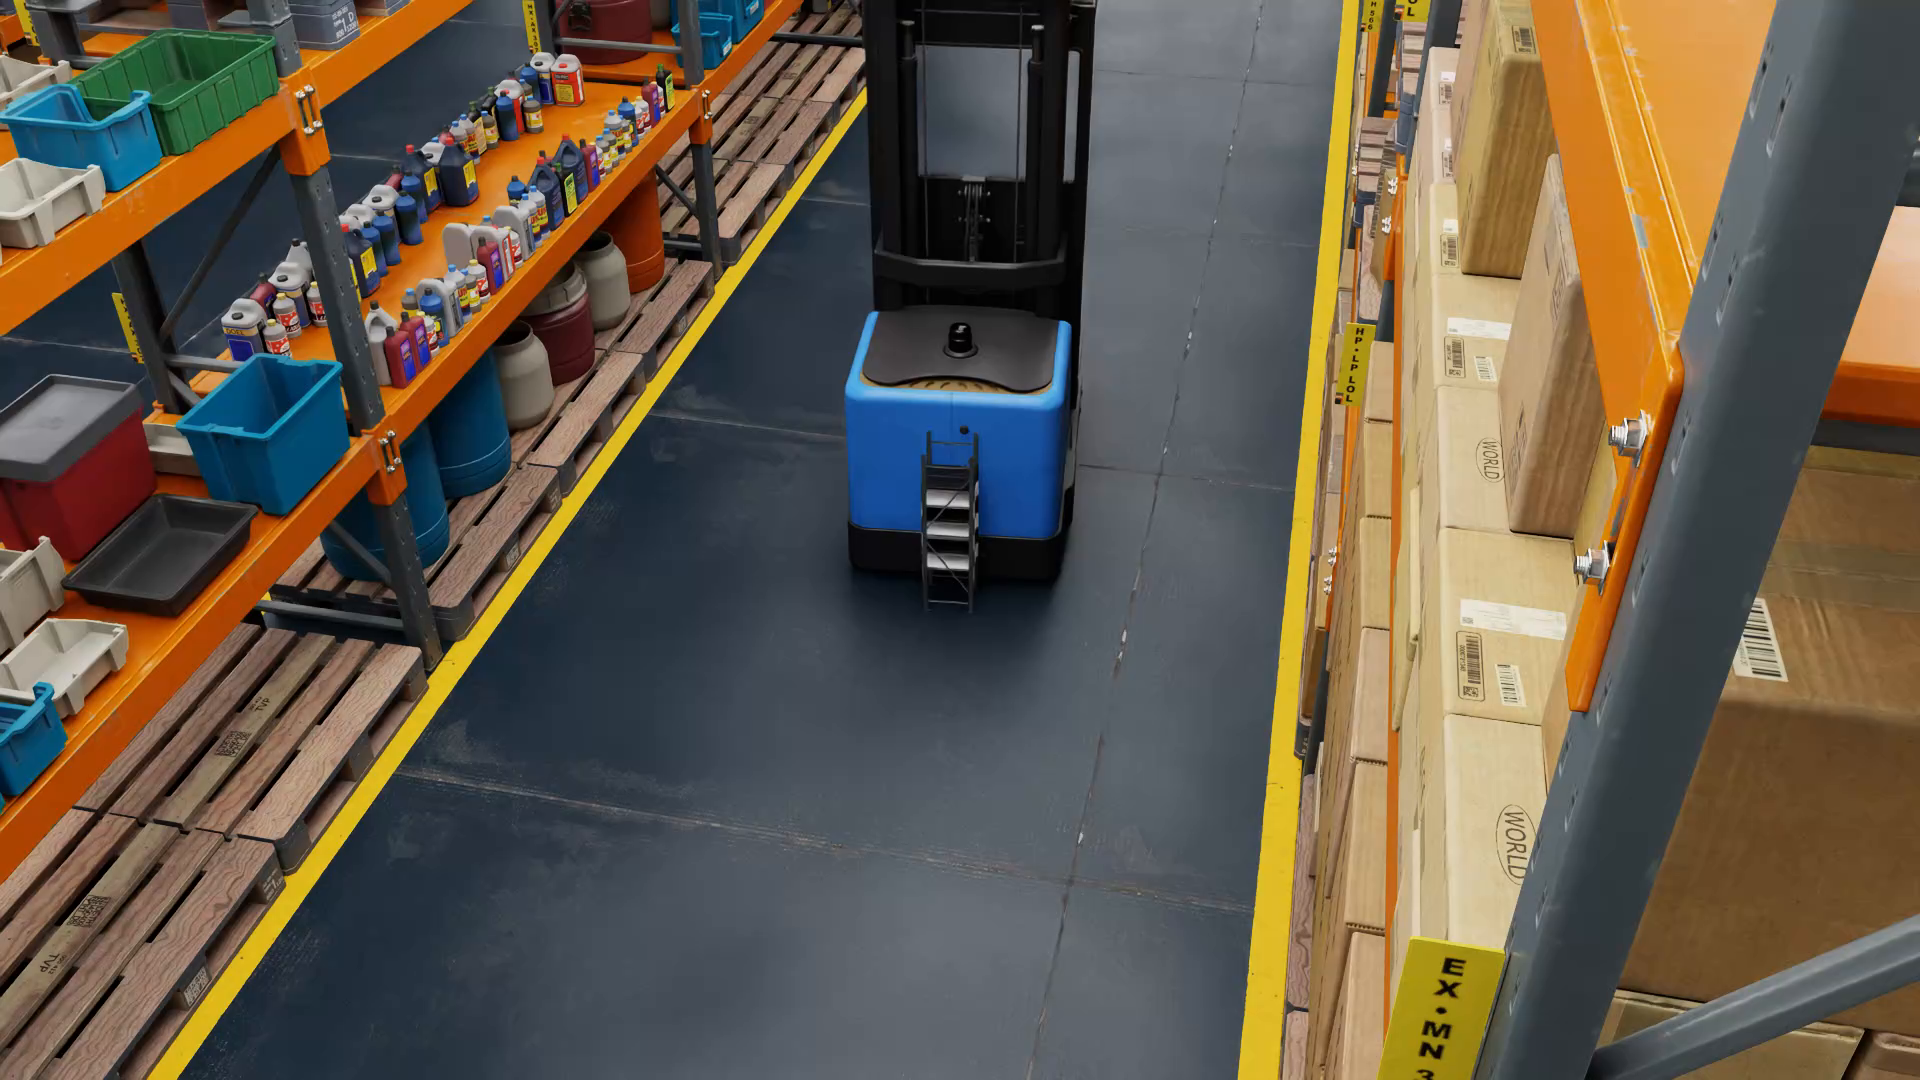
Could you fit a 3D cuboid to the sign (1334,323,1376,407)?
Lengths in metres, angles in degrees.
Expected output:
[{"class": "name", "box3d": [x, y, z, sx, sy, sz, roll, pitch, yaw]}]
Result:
[{"class": "sign", "box3d": [1.383, -0.611, 5.821, 0.100, 0.325, 0.005, 7, 37, 10]}]

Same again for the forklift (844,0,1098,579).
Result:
[{"class": "forklift", "box3d": [0.118, -1.845, 8.568, 1.130, 2.935, 3.031, 4, 36, 5]}]

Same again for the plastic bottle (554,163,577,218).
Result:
[{"class": "plastic bottle", "box3d": [-2.040, -1.821, 8.576, 0.061, 0.283, 0.133, 7, 37, 10]}]

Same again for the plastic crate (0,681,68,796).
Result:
[{"class": "plastic crate", "box3d": [-3.047, 0.612, 5.212, 0.416, 0.233, 0.300, 7, 37, 10]}]

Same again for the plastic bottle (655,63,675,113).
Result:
[{"class": "plastic bottle", "box3d": [-1.728, -2.658, 9.731, 0.061, 0.283, 0.133, 7, 37, 10]}]

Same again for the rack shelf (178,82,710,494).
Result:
[{"class": "rack shelf", "box3d": [-2.486, -1.553, 8.720, 1.077, 0.370, 4.000, 7, 37, 10]}]

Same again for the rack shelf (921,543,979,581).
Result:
[{"class": "rack shelf", "box3d": [-0.046, 0.098, 7.982, 0.258, 0.077, 0.200, 4, 36, 5]}]

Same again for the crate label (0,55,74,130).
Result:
[{"class": "crate label", "box3d": [-3.300, -1.561, 5.787, 0.293, 0.136, 0.466, 7, 37, 10]}]

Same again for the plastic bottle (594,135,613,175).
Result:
[{"class": "plastic bottle", "box3d": [-1.945, -2.094, 9.023, 0.097, 0.201, 0.097, 0, 36, 0]}]

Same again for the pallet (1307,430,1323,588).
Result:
[{"class": "pallet", "box3d": [2.321, -0.118, 8.504, 1.003, 0.211, 1.213, 7, 37, 10]}]

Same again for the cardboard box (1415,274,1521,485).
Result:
[{"class": "cardboard box", "box3d": [1.249, -0.325, 3.558, 0.500, 0.250, 0.500, 7, 37, 10]}]

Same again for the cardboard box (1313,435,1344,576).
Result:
[{"class": "cardboard box", "box3d": [1.972, -0.129, 7.898, 0.500, 0.500, 0.500, 8, 37, 11]}]

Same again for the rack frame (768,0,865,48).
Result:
[{"class": "rack frame", "box3d": [-1.204, -5.284, 13.255, 1.000, 3.000, 0.127, 7, 37, 10]}]

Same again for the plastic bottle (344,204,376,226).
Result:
[{"class": "plastic bottle", "box3d": [-2.930, -1.490, 8.125, 0.152, 0.276, 0.135, 7, 37, 10]}]

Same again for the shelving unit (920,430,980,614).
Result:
[{"class": "shelving unit", "box3d": [-0.046, -0.075, 7.856, 0.258, 0.900, 0.210, 4, 36, 5]}]

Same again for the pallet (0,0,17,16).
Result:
[{"class": "pallet", "box3d": [-6.849, -3.956, 11.586, 1.213, 0.211, 1.003, 7, 37, 10]}]

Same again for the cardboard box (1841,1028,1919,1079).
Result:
[{"class": "cardboard box", "box3d": [1.435, 0.600, 2.282, 0.500, 0.250, 0.500, 7, 37, 10]}]

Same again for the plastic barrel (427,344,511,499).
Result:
[{"class": "plastic barrel", "box3d": [-2.629, -0.734, 8.407, 0.600, 0.901, 0.708, 7, 37, 10]}]

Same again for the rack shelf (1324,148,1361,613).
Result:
[{"class": "rack shelf", "box3d": [2.353, -0.930, 7.860, 1.077, 0.370, 4.000, 7, 37, 10]}]

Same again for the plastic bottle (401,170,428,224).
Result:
[{"class": "plastic bottle", "box3d": [-2.794, -1.760, 8.502, 0.097, 0.271, 0.097, 0, 36, 0]}]

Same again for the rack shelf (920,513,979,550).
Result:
[{"class": "rack shelf", "box3d": [-0.046, -0.048, 7.876, 0.258, 0.077, 0.200, 4, 36, 5]}]

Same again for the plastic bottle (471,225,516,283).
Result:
[{"class": "plastic bottle", "box3d": [-2.244, -1.396, 7.996, 0.152, 0.276, 0.135, 7, 37, 10]}]

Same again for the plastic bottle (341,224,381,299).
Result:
[{"class": "plastic bottle", "box3d": [-2.856, -1.334, 7.846, 0.144, 0.351, 0.185, 7, 37, 10]}]

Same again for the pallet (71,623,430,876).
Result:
[{"class": "pallet", "box3d": [-3.032, 0.858, 7.157, 1.003, 0.211, 1.213, 7, 37, 10]}]

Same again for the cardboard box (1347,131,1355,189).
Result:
[{"class": "cardboard box", "box3d": [2.978, -2.636, 11.586, 0.500, 0.250, 0.500, 8, 37, 11]}]

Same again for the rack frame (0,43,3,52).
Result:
[{"class": "rack frame", "box3d": [-6.897, -3.612, 10.948, 1.000, 3.000, 0.127, 7, 37, 10]}]

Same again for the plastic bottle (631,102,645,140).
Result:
[{"class": "plastic bottle", "box3d": [-1.841, -2.373, 9.408, 0.097, 0.201, 0.097, 0, 36, 0]}]

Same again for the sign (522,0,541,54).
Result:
[{"class": "sign", "box3d": [-2.597, -3.122, 10.133, 0.100, 0.325, 0.005, 7, 37, 10]}]

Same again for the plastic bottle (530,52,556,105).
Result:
[{"class": "plastic bottle", "box3d": [-2.467, -2.733, 9.841, 0.152, 0.276, 0.135, 7, 37, 10]}]

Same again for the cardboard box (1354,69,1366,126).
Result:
[{"class": "cardboard box", "box3d": [3.081, -3.156, 11.826, 0.500, 0.311, 0.500, 6, 36, 8]}]

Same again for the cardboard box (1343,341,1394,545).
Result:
[{"class": "cardboard box", "box3d": [1.550, -0.285, 5.420, 0.500, 0.500, 0.500, 8, 37, 11]}]

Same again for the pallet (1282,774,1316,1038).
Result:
[{"class": "pallet", "box3d": [1.778, 1.448, 6.343, 1.003, 0.211, 1.213, 7, 37, 10]}]

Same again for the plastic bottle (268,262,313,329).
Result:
[{"class": "plastic bottle", "box3d": [-3.066, -1.123, 7.620, 0.152, 0.276, 0.135, 7, 37, 10]}]

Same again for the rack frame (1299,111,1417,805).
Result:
[{"class": "rack frame", "box3d": [1.926, -0.075, 6.067, 1.000, 3.000, 0.127, 7, 37, 10]}]

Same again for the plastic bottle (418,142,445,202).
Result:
[{"class": "plastic bottle", "box3d": [-2.763, -1.938, 8.744, 0.152, 0.276, 0.135, 7, 37, 10]}]

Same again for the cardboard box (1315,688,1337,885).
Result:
[{"class": "cardboard box", "box3d": [1.335, 0.723, 4.881, 0.500, 0.500, 0.500, 7, 37, 10]}]

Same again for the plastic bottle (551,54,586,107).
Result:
[{"class": "plastic bottle", "box3d": [-2.318, -2.714, 9.815, 0.152, 0.276, 0.135, 7, 37, 10]}]

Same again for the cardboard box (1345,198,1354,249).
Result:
[{"class": "cardboard box", "box3d": [2.651, -1.983, 10.207, 0.500, 0.311, 0.500, 8, 37, 11]}]

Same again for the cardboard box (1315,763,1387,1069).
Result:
[{"class": "cardboard box", "box3d": [1.111, 0.896, 3.791, 0.500, 0.500, 0.500, 8, 37, 11]}]

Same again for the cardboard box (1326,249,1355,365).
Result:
[{"class": "cardboard box", "box3d": [2.403, -1.309, 9.525, 0.500, 0.500, 0.500, 9, 37, 12]}]

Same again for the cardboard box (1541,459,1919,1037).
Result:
[{"class": "cardboard box", "box3d": [1.165, 0.262, 2.109, 0.700, 0.500, 0.500, 7, 37, 10]}]

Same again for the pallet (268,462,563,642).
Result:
[{"class": "pallet", "box3d": [-2.707, -0.006, 8.348, 1.003, 0.211, 1.213, 7, 37, 10]}]

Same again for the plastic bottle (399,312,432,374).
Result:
[{"class": "plastic bottle", "box3d": [-2.389, -0.884, 7.283, 0.061, 0.283, 0.133, 7, 37, 10]}]

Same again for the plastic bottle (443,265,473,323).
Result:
[{"class": "plastic bottle", "box3d": [-2.312, -1.136, 7.641, 0.097, 0.271, 0.097, 0, 36, 0]}]

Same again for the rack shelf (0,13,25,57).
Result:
[{"class": "rack shelf", "box3d": [-6.470, -4.467, 12.741, 1.077, 0.370, 4.000, 7, 37, 10]}]

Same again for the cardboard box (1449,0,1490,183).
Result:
[{"class": "cardboard box", "box3d": [1.614, -1.182, 4.102, 0.700, 0.500, 0.500, 7, 37, 10]}]

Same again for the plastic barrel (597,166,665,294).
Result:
[{"class": "plastic barrel", "box3d": [-2.146, -2.000, 10.215, 0.600, 0.830, 0.708, 7, 37, 10]}]

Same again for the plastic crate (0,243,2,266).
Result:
[{"class": "plastic crate", "box3d": [-2.992, -0.803, 4.617, 0.437, 0.282, 0.530, 7, 37, 10]}]

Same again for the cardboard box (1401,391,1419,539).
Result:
[{"class": "cardboard box", "box3d": [1.257, -0.121, 3.703, 0.500, 0.250, 0.500, 7, 37, 10]}]

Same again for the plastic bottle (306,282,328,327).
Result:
[{"class": "plastic bottle", "box3d": [-2.940, -1.088, 7.635, 0.097, 0.201, 0.097, 0, 36, 0]}]

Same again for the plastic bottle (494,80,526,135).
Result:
[{"class": "plastic bottle", "box3d": [-2.565, -2.468, 9.475, 0.152, 0.276, 0.135, 7, 37, 10]}]

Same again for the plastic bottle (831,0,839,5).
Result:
[{"class": "plastic bottle", "box3d": [-1.157, -4.871, 14.631, 0.152, 0.276, 0.135, 7, 37, 10]}]

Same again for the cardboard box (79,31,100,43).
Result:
[{"class": "cardboard box", "box3d": [-6.680, -3.775, 12.288, 0.500, 0.250, 0.500, 11, 37, 15]}]

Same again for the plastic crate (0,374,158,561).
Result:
[{"class": "plastic crate", "box3d": [-3.348, -0.268, 6.228, 0.402, 0.464, 0.583, 7, 37, 10]}]

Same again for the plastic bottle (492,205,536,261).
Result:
[{"class": "plastic bottle", "box3d": [-2.194, -1.529, 8.179, 0.152, 0.276, 0.135, 7, 37, 10]}]

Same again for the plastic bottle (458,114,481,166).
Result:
[{"class": "plastic bottle", "box3d": [-2.695, -2.194, 9.101, 0.097, 0.271, 0.097, 0, 36, 0]}]

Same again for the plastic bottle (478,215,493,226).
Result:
[{"class": "plastic bottle", "box3d": [-2.320, -1.504, 8.208, 0.097, 0.201, 0.097, 0, 36, 0]}]
